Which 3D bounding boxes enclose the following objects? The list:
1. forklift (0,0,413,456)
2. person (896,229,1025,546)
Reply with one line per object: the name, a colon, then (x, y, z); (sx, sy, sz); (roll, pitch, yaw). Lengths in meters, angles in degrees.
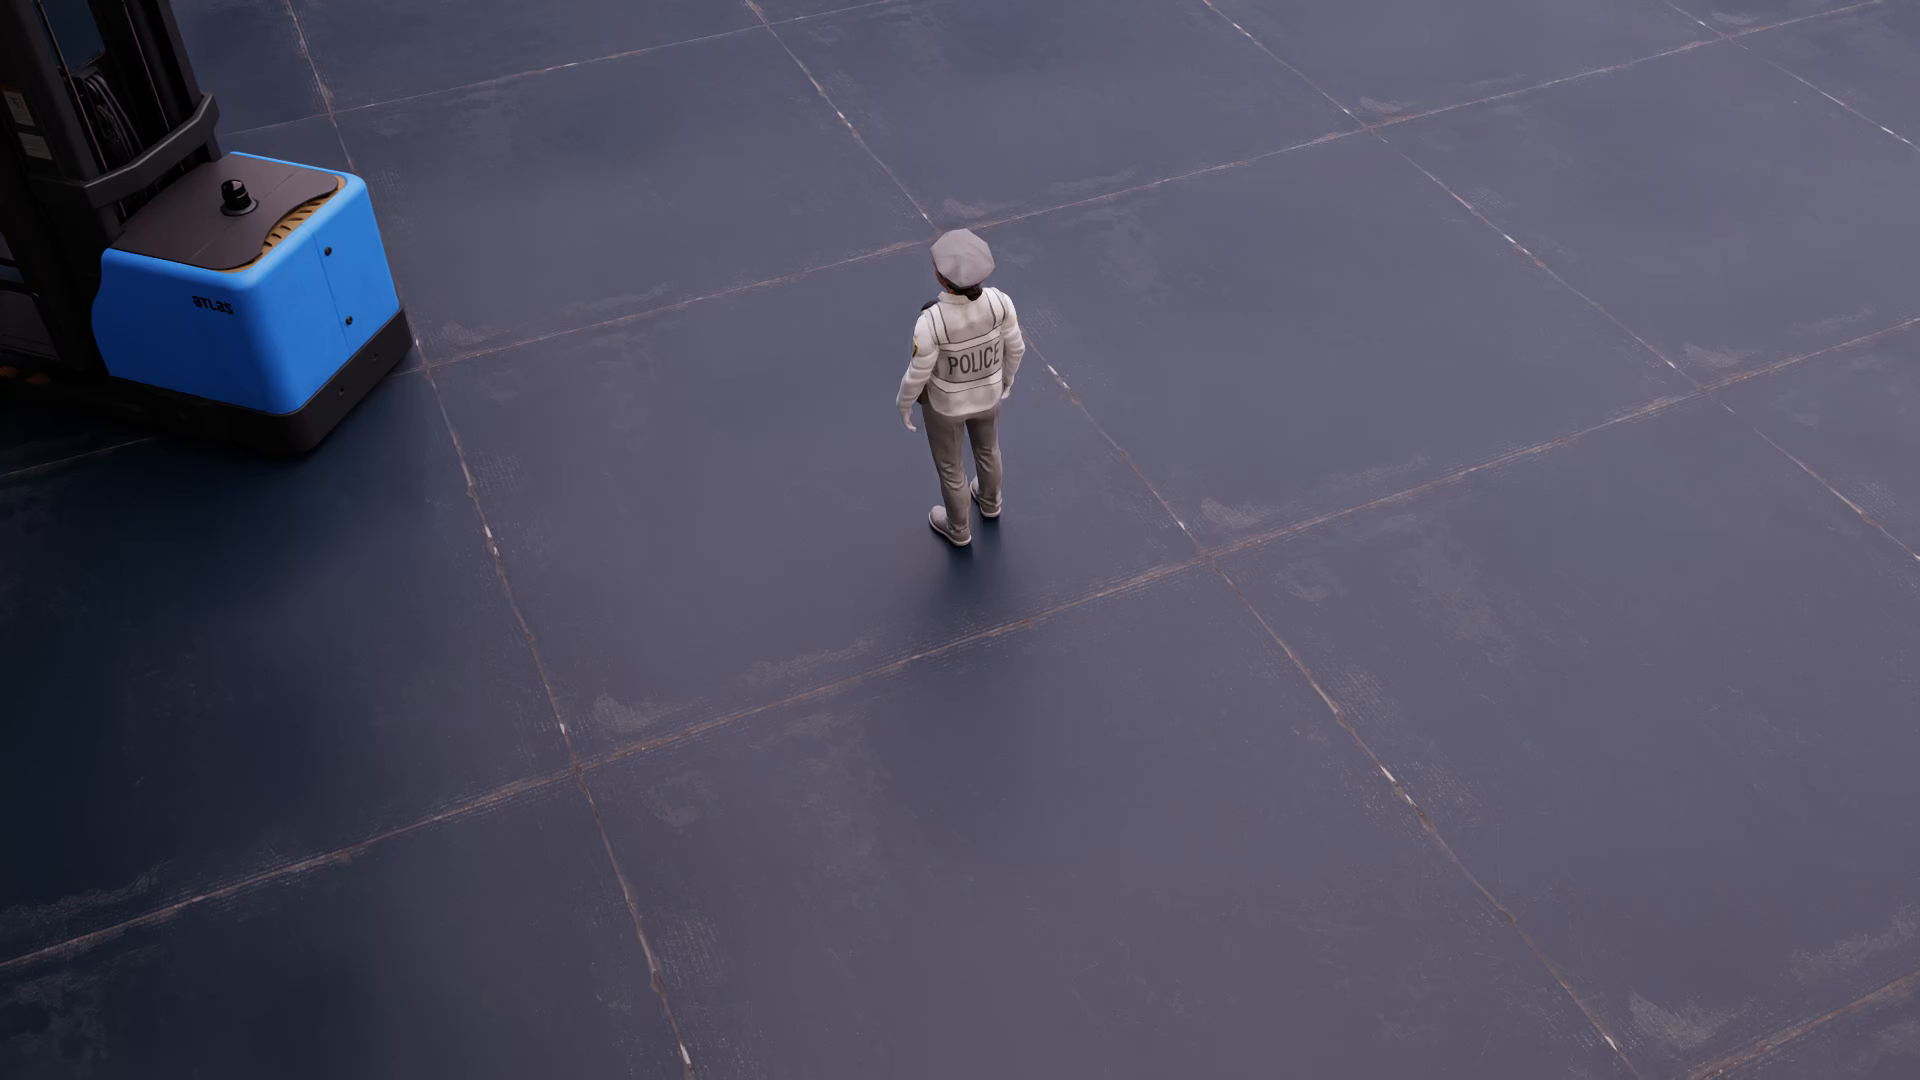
forklift: (-4.483, -2.091, 7.920); (3.031, 2.935, 1.130); (13, 45, 14)
person: (-0.022, -0.668, 7.292); (0.587, 1.696, 0.534); (-18, 46, -18)
